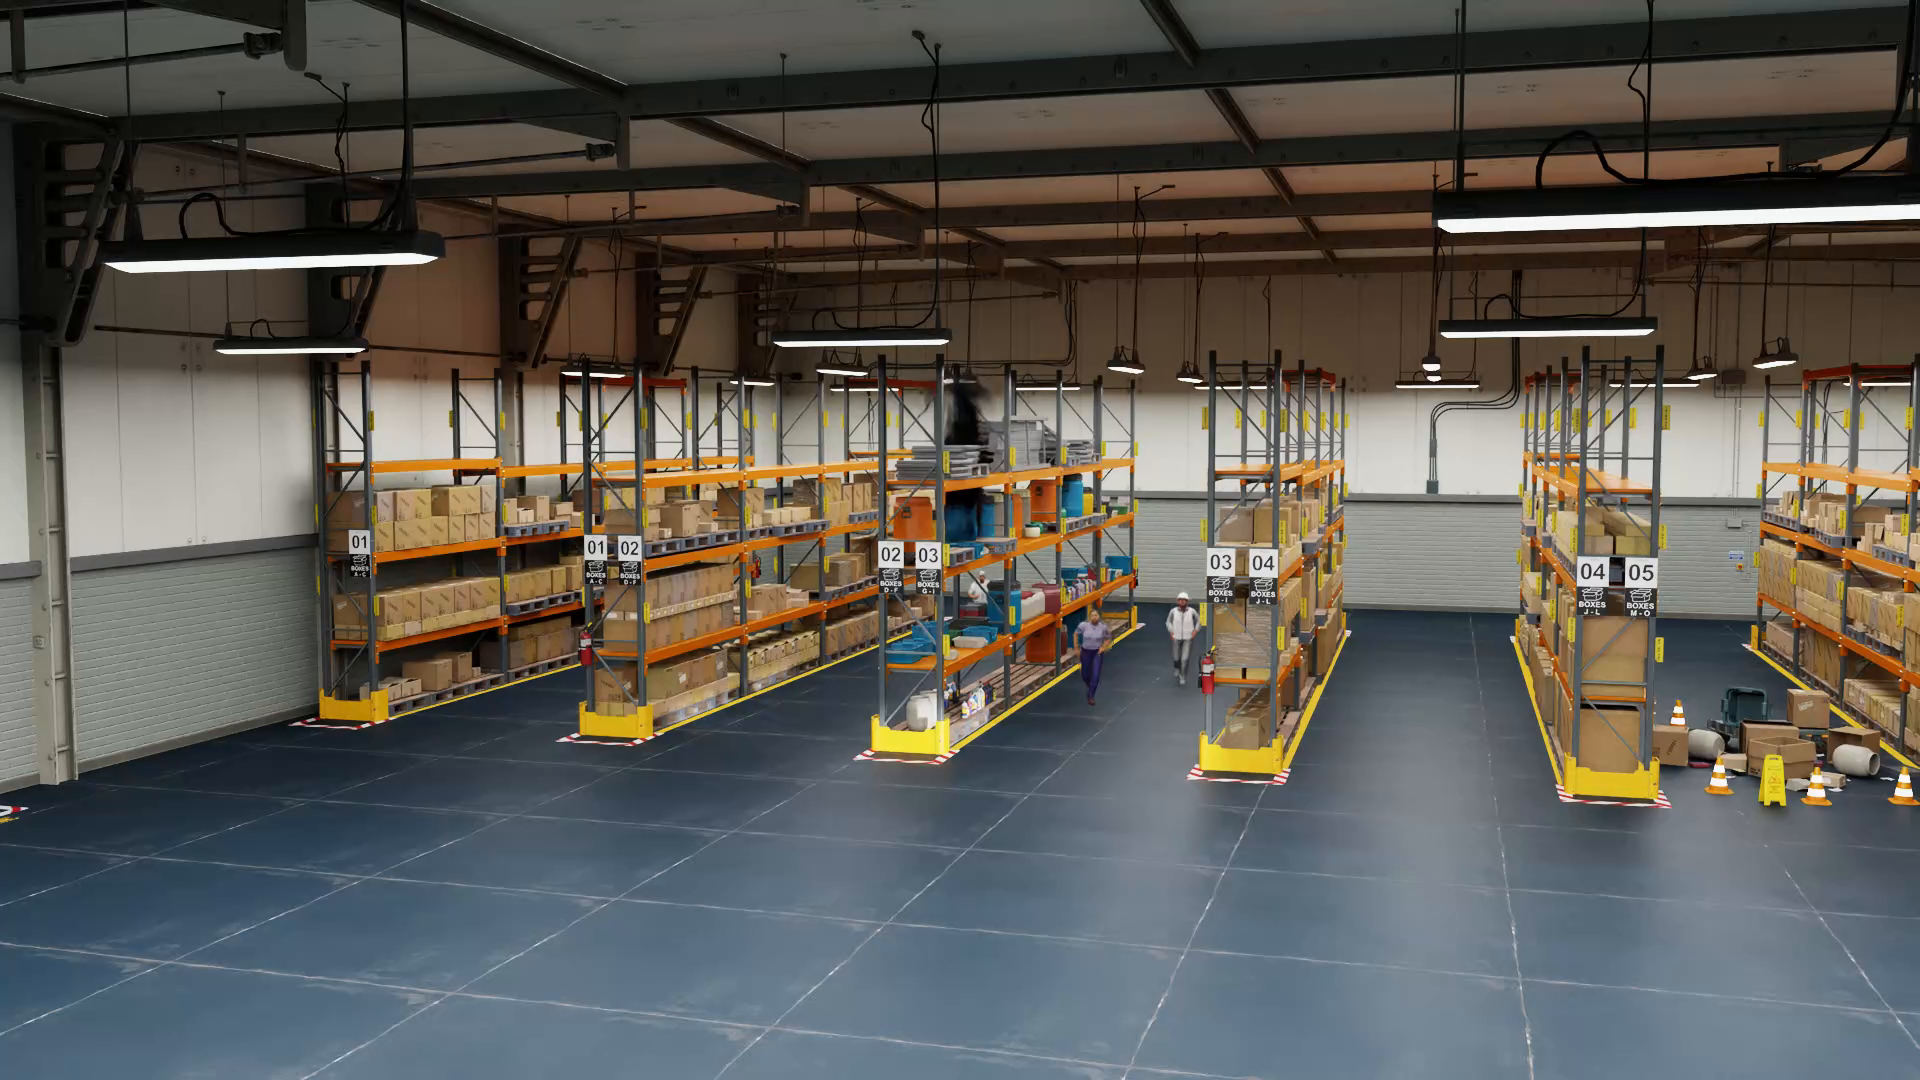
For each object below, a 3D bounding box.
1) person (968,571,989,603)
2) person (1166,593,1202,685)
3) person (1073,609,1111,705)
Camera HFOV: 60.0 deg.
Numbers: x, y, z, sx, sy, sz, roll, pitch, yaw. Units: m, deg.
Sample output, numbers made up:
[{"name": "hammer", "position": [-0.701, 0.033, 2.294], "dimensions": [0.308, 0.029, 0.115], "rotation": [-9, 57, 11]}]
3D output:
[{"name": "person", "position": [0.498, 1.524, 37.243], "dimensions": [0.627, 1.703, 0.936], "rotation": [0, 4, 5]}, {"name": "person", "position": [4.279, 1.870, 31.791], "dimensions": [0.682, 1.752, 0.605], "rotation": [1, 4, 11]}, {"name": "person", "position": [2.241, 1.962, 28.213], "dimensions": [0.637, 1.612, 0.668], "rotation": [0, 4, 3]}]
